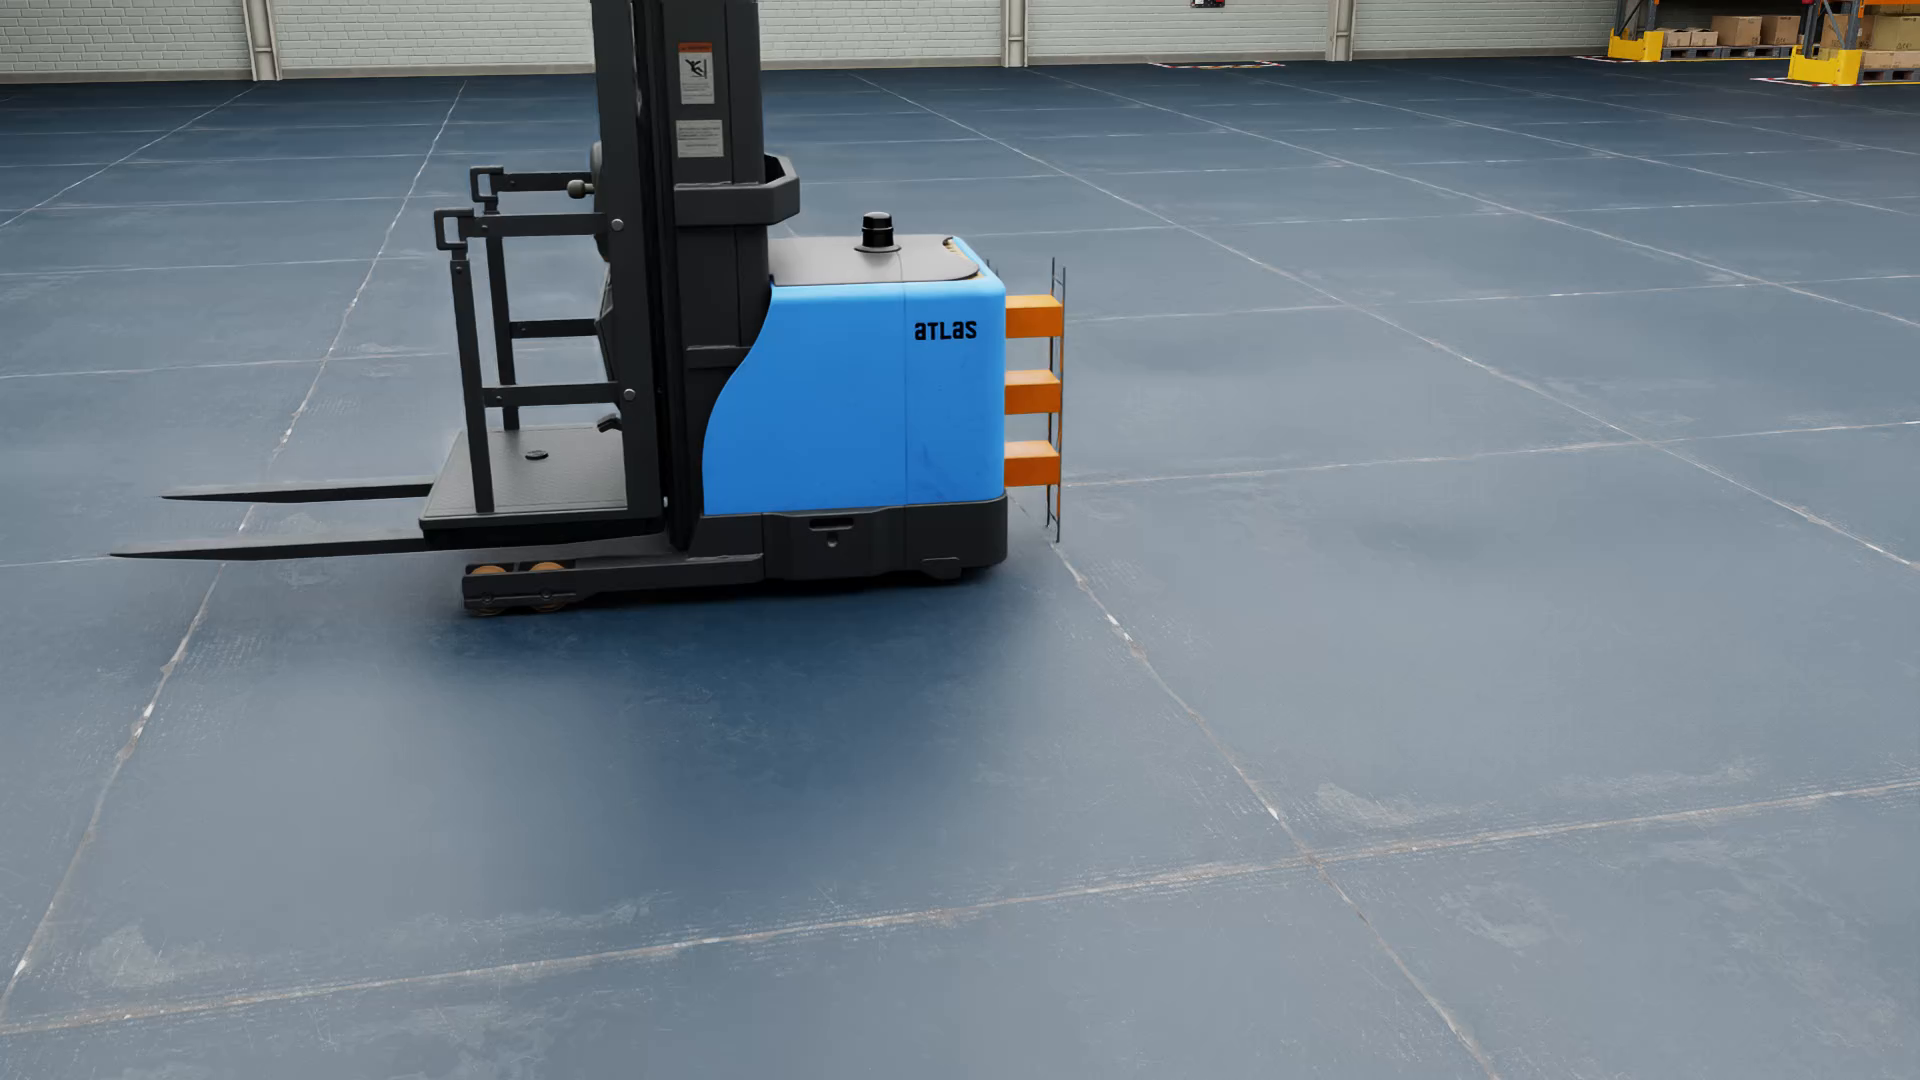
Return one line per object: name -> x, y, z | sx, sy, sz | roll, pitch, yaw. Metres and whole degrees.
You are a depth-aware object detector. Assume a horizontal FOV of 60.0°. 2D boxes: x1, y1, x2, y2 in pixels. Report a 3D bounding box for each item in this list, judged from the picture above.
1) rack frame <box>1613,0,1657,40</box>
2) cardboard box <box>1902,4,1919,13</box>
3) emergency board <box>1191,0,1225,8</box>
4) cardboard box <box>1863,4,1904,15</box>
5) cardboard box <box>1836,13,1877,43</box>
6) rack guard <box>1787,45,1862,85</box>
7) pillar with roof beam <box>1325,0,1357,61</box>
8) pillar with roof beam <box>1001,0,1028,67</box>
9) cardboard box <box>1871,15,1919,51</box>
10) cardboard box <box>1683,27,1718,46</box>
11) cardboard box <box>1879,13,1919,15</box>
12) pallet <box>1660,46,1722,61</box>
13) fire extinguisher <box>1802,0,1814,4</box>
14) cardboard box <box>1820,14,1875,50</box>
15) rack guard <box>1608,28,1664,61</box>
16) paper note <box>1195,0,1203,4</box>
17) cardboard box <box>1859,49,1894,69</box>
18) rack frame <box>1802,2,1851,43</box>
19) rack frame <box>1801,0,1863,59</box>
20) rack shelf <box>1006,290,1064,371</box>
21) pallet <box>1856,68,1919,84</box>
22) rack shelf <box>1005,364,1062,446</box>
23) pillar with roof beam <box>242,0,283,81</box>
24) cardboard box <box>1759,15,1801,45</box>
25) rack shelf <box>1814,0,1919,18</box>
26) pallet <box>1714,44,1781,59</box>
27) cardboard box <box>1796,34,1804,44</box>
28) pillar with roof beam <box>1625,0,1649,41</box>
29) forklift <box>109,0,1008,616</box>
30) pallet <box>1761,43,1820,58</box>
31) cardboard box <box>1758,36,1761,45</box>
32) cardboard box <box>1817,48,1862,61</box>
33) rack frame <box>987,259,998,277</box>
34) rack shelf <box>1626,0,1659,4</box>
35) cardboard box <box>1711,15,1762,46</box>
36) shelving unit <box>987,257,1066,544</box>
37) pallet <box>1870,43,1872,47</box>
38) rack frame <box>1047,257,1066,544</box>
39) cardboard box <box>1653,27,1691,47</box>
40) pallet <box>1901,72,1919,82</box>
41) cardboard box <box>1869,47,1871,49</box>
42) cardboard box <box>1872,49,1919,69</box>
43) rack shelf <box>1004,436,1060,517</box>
rack frame -> 12.120, -10.119, 29.577 | 0.127, 3.000, 1.000 | -5, 21, -12
cardboard box -> 17.658, -9.962, 31.055 | 0.500, 0.250, 0.500 | -5, 21, -14
emergency board -> 4.349, -9.806, 28.723 | 0.643, 1.169, 0.194 | -5, 21, -12
cardboard box -> 17.153, -9.920, 30.939 | 0.500, 0.250, 0.500 | -5, 21, -14
cardboard box -> 16.725, -9.532, 30.969 | 0.500, 0.500, 0.700 | -4, 20, -11
rack guard -> 13.240, -7.285, 25.475 | 0.348, 0.500, 1.175 | -5, 21, -12
pillar with roof beam -> 7.754, -11.365, 24.256 | 0.400, 9.000, 9.100 | -5, 21, -12
pillar with roof beam -> 1.915, -10.890, 22.960 | 0.400, 9.000, 9.100 | -5, 21, -12
cardboard box -> 14.322, -7.727, 25.345 | 0.500, 0.500, 0.500 | -5, 21, -12
cardboard box -> 13.369, -9.132, 30.154 | 0.500, 0.311, 0.500 | -3, 20, -8
cardboard box -> 14.686, -7.945, 25.940 | 0.500, 0.500, 0.500 | -5, 21, -12
pallet -> 12.992, -8.868, 30.216 | 1.213, 0.211, 1.003 | -5, 21, -12
fire extinguisher -> 13.041, -8.571, 25.463 | 0.183, 0.674, 0.296 | -5, 21, -12
cardboard box -> 13.717, -7.861, 25.710 | 0.500, 0.500, 0.500 | -5, 21, -12
rack guard -> 12.194, -8.951, 30.023 | 0.348, 0.500, 1.175 | -5, 21, -12
paper note -> 4.161, -9.401, 28.899 | 0.142, 0.148, 0.016 | -5, 21, -12
cardboard box -> 13.836, -7.335, 25.364 | 0.500, 0.250, 0.500 | -5, 21, -12
rack frame -> 16.012, -10.435, 30.441 | 0.127, 3.000, 1.000 | -5, 21, -12
rack frame -> 13.263, -8.461, 25.051 | 0.127, 3.000, 1.000 | -5, 21, -12
rack shelf -> 0.237, -0.763, 6.076 | 0.240, 0.259, 0.215 | -3, 20, -9
pallet -> 13.998, -7.226, 25.734 | 1.213, 0.211, 1.003 | -5, 21, -12
rack shelf -> 0.237, -0.496, 6.173 | 0.240, 0.259, 0.215 | -3, 20, -9
pillar with roof beam -> -9.763, -9.940, 20.367 | 0.400, 9.000, 9.100 | -5, 21, -12
cardboard box -> 15.012, -9.373, 30.534 | 0.500, 0.500, 0.500 | -6, 21, -17
rack shelf -> 15.210, -8.281, 25.607 | 4.000, 0.370, 1.077 | -5, 21, -12
pallet -> 14.177, -8.963, 30.476 | 1.213, 0.211, 1.003 | -5, 21, -12
cardboard box -> 15.499, -9.259, 30.709 | 0.250, 0.166, 0.380 | -7, 21, -20
pillar with roof beam -> 13.593, -11.840, 25.553 | 0.400, 9.000, 9.100 | -5, 21, -12
forklift -> -1.395, -1.316, 5.646 | 3.031, 2.935, 1.130 | -3, 20, -9
pallet -> 15.367, -9.061, 30.743 | 1.213, 0.211, 1.003 | -5, 21, -12
cardboard box -> 14.451, -9.183, 30.528 | 0.250, 0.149, 0.380 | -6, 21, -17
cardboard box -> 13.717, -7.508, 25.837 | 0.500, 0.250, 0.500 | -5, 21, -12
rack frame -> 0.116, -0.499, 6.151 | 0.008, 1.050, 0.200 | -3, 20, -9
rack shelf -> 14.066, -9.939, 30.132 | 4.000, 0.370, 1.077 | -5, 21, -12
cardboard box -> 14.094, -9.263, 30.234 | 0.500, 0.500, 0.700 | -6, 21, -16
shelving unit -> 0.237, -0.506, 6.170 | 0.252, 1.050, 0.215 | -3, 20, -9
pallet -> 16.770, -9.188, 31.090 | 1.213, 0.211, 1.003 | -5, 21, -12
rack frame -> 0.357, -0.513, 6.188 | 0.008, 1.050, 0.200 | -3, 20, -9
cardboard box -> 12.814, -9.087, 30.031 | 0.500, 0.311, 0.500 | -7, 21, -19
pallet -> 15.183, -7.321, 25.994 | 1.213, 0.211, 1.003 | -5, 21, -12
cardboard box -> 14.201, -7.552, 25.956 | 0.500, 0.250, 0.500 | -5, 21, -12
cardboard box -> 14.322, -7.376, 25.475 | 0.500, 0.250, 0.500 | -5, 21, -12
rack shelf -> 0.237, -0.235, 6.269 | 0.240, 0.259, 0.215 | -3, 20, -9
